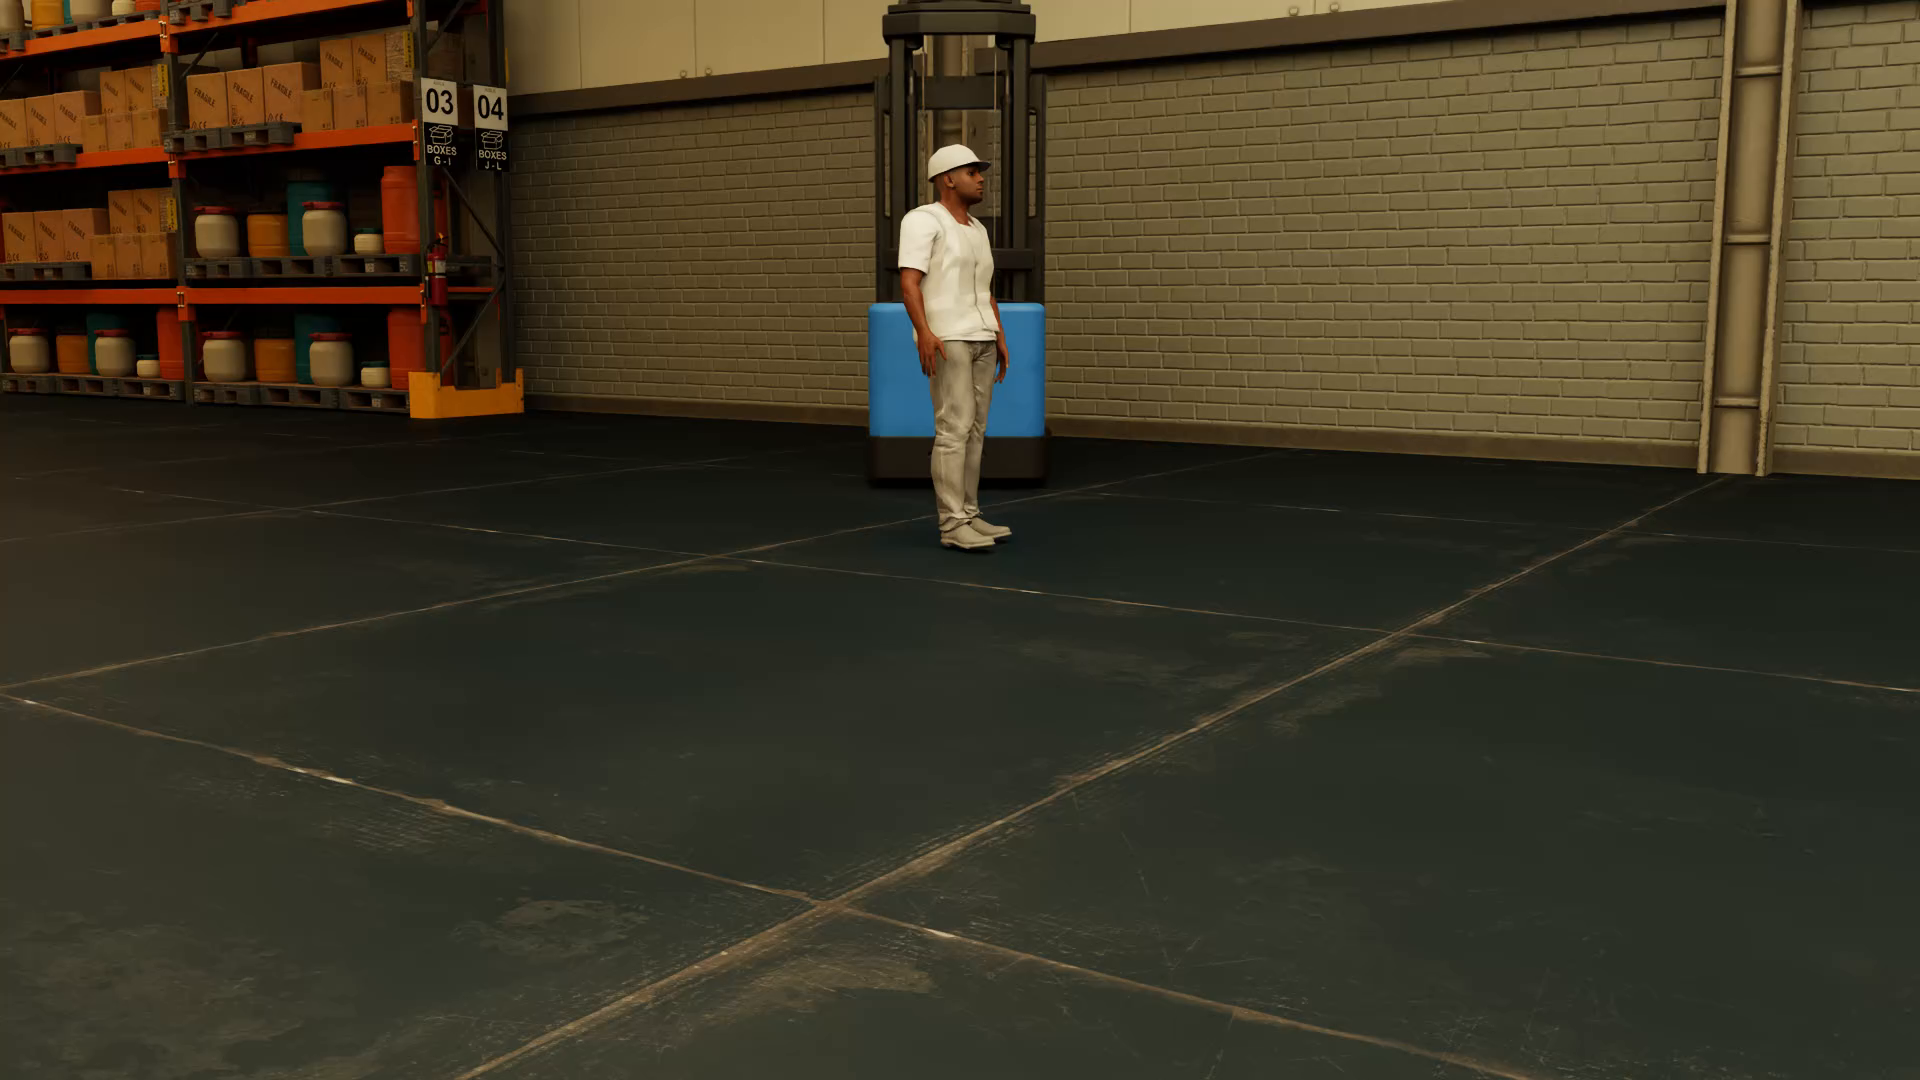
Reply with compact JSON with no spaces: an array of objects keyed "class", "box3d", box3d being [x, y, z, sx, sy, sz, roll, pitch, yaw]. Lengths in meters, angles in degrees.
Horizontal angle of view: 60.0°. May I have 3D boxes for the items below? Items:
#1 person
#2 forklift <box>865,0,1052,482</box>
[{"class":"person","box3d":[0.055,-0.875,7.435,0.575,1.768,0.666,5,10,34]},{"class":"forklift","box3d":[0.006,-1.948,10.895,1.130,2.935,3.031,0,8,1]}]
